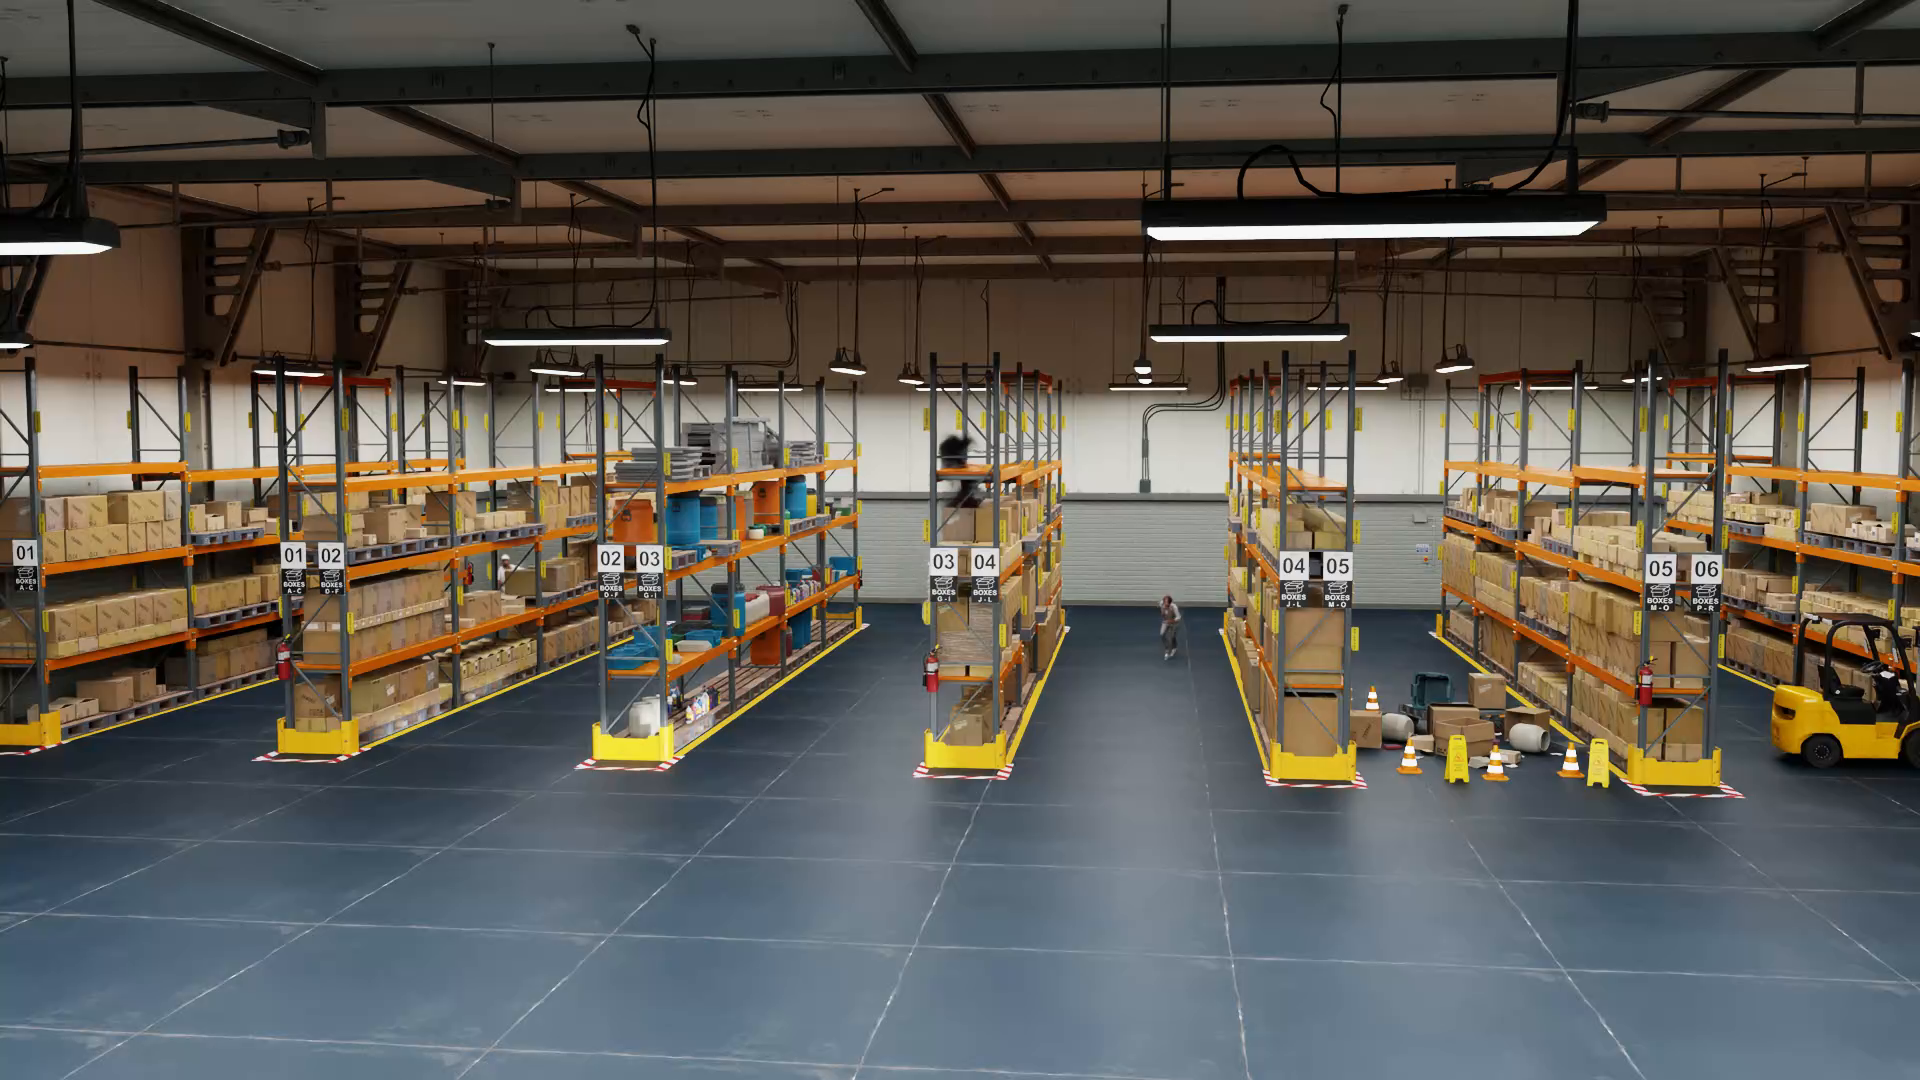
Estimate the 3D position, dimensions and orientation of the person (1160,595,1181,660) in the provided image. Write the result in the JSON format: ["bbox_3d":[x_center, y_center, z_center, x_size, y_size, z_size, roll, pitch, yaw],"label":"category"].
[{"bbox_3d":[4.505,1.822,35.347,0.544,1.389,1.048,2,5,26],"label":"person"}]

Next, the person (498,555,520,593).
[{"bbox_3d":[-11.123,1.237,41.040,0.699,1.758,0.687,0,4,-6],"label":"person"}]
